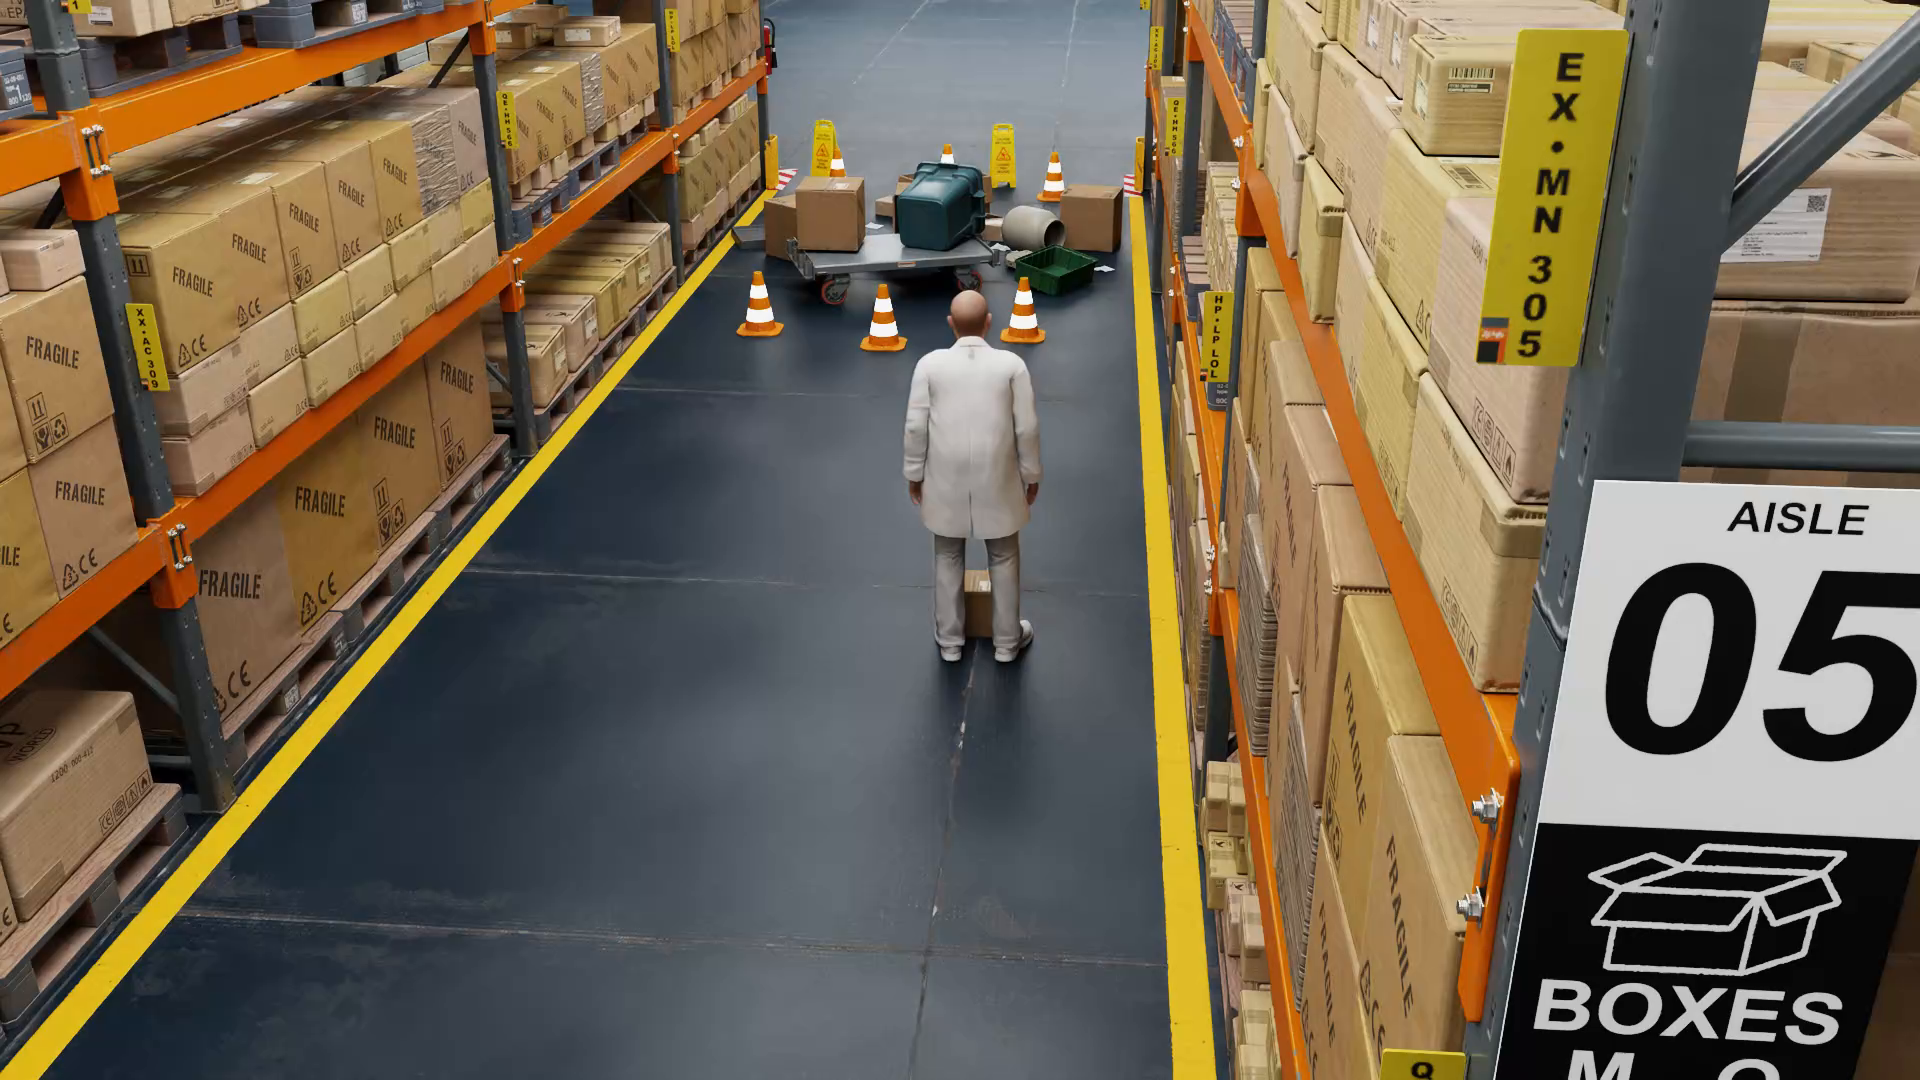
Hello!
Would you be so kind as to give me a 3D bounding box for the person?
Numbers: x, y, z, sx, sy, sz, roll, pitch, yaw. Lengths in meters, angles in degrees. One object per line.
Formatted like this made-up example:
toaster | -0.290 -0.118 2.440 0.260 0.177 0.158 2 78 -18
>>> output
person | 0.060 -0.281 7.748 0.651 1.773 0.416 2 24 4
